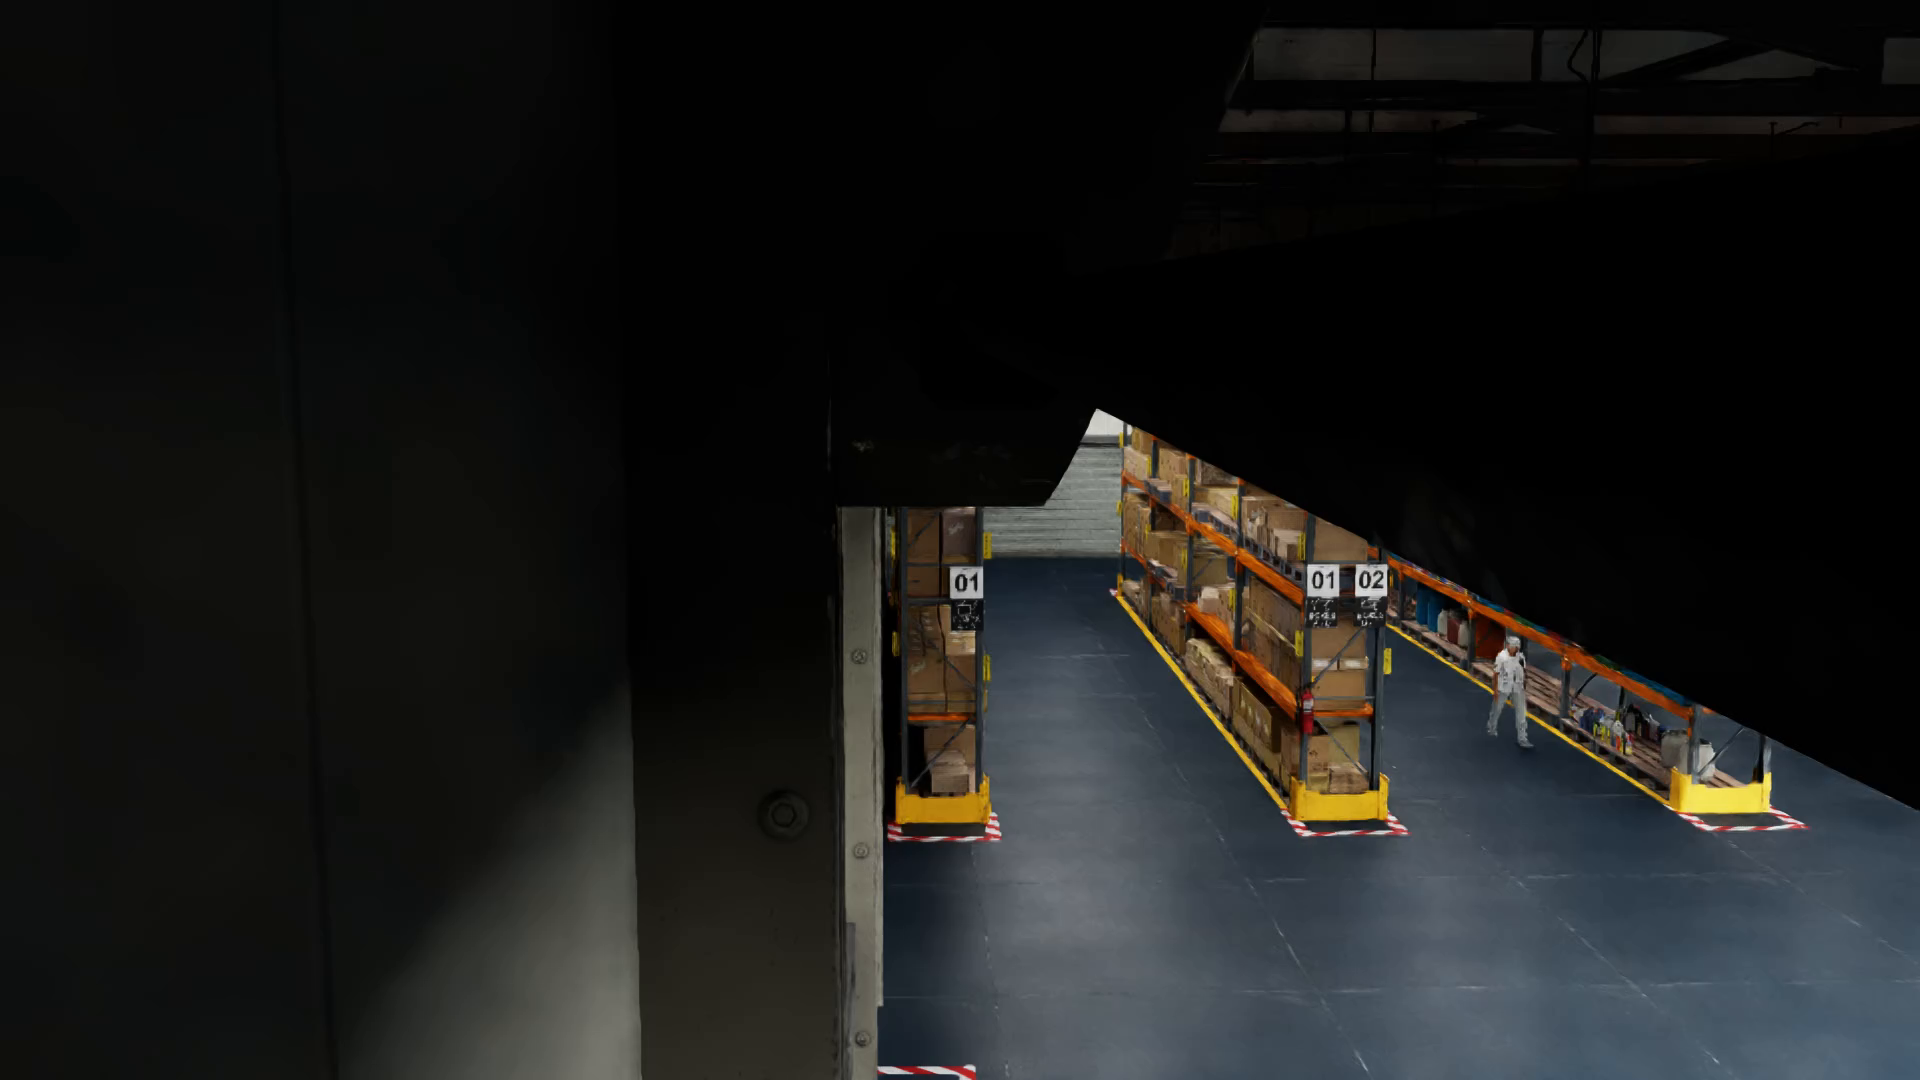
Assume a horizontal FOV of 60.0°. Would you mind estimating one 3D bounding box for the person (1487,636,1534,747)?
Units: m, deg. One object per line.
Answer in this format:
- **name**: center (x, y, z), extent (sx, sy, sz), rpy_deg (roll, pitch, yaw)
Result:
- **person**: center (7.975, 2.153, 24.148), extent (0.497, 1.583, 1.090), rpy_deg (0, 8, 0)
